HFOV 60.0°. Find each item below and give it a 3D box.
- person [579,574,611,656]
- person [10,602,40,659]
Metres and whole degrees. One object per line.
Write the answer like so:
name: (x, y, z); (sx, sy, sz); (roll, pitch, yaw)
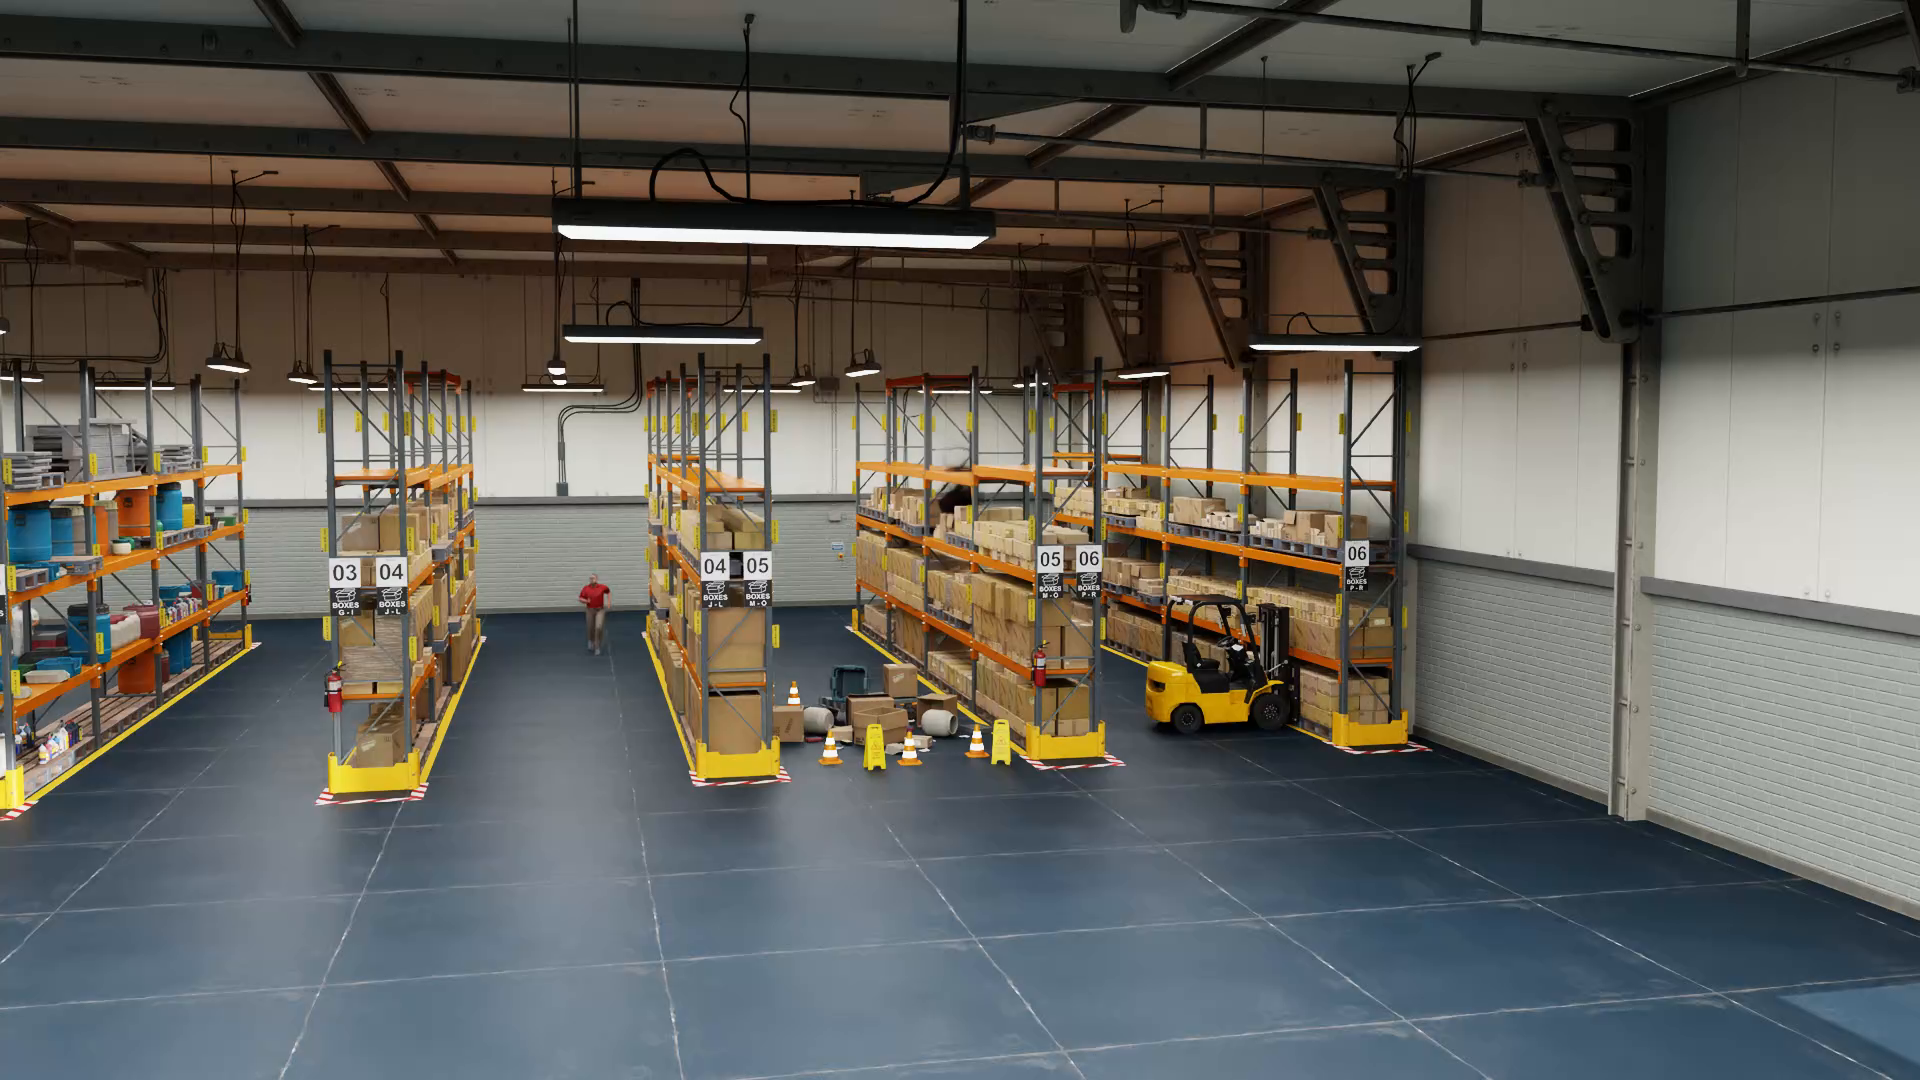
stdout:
person: (-7.977, 1.615, 36.402); (0.670, 1.770, 0.962); (0, 4, -6)
person: (-18.190, 1.915, 32.312); (0.580, 1.710, 0.855); (-2, 4, -23)
